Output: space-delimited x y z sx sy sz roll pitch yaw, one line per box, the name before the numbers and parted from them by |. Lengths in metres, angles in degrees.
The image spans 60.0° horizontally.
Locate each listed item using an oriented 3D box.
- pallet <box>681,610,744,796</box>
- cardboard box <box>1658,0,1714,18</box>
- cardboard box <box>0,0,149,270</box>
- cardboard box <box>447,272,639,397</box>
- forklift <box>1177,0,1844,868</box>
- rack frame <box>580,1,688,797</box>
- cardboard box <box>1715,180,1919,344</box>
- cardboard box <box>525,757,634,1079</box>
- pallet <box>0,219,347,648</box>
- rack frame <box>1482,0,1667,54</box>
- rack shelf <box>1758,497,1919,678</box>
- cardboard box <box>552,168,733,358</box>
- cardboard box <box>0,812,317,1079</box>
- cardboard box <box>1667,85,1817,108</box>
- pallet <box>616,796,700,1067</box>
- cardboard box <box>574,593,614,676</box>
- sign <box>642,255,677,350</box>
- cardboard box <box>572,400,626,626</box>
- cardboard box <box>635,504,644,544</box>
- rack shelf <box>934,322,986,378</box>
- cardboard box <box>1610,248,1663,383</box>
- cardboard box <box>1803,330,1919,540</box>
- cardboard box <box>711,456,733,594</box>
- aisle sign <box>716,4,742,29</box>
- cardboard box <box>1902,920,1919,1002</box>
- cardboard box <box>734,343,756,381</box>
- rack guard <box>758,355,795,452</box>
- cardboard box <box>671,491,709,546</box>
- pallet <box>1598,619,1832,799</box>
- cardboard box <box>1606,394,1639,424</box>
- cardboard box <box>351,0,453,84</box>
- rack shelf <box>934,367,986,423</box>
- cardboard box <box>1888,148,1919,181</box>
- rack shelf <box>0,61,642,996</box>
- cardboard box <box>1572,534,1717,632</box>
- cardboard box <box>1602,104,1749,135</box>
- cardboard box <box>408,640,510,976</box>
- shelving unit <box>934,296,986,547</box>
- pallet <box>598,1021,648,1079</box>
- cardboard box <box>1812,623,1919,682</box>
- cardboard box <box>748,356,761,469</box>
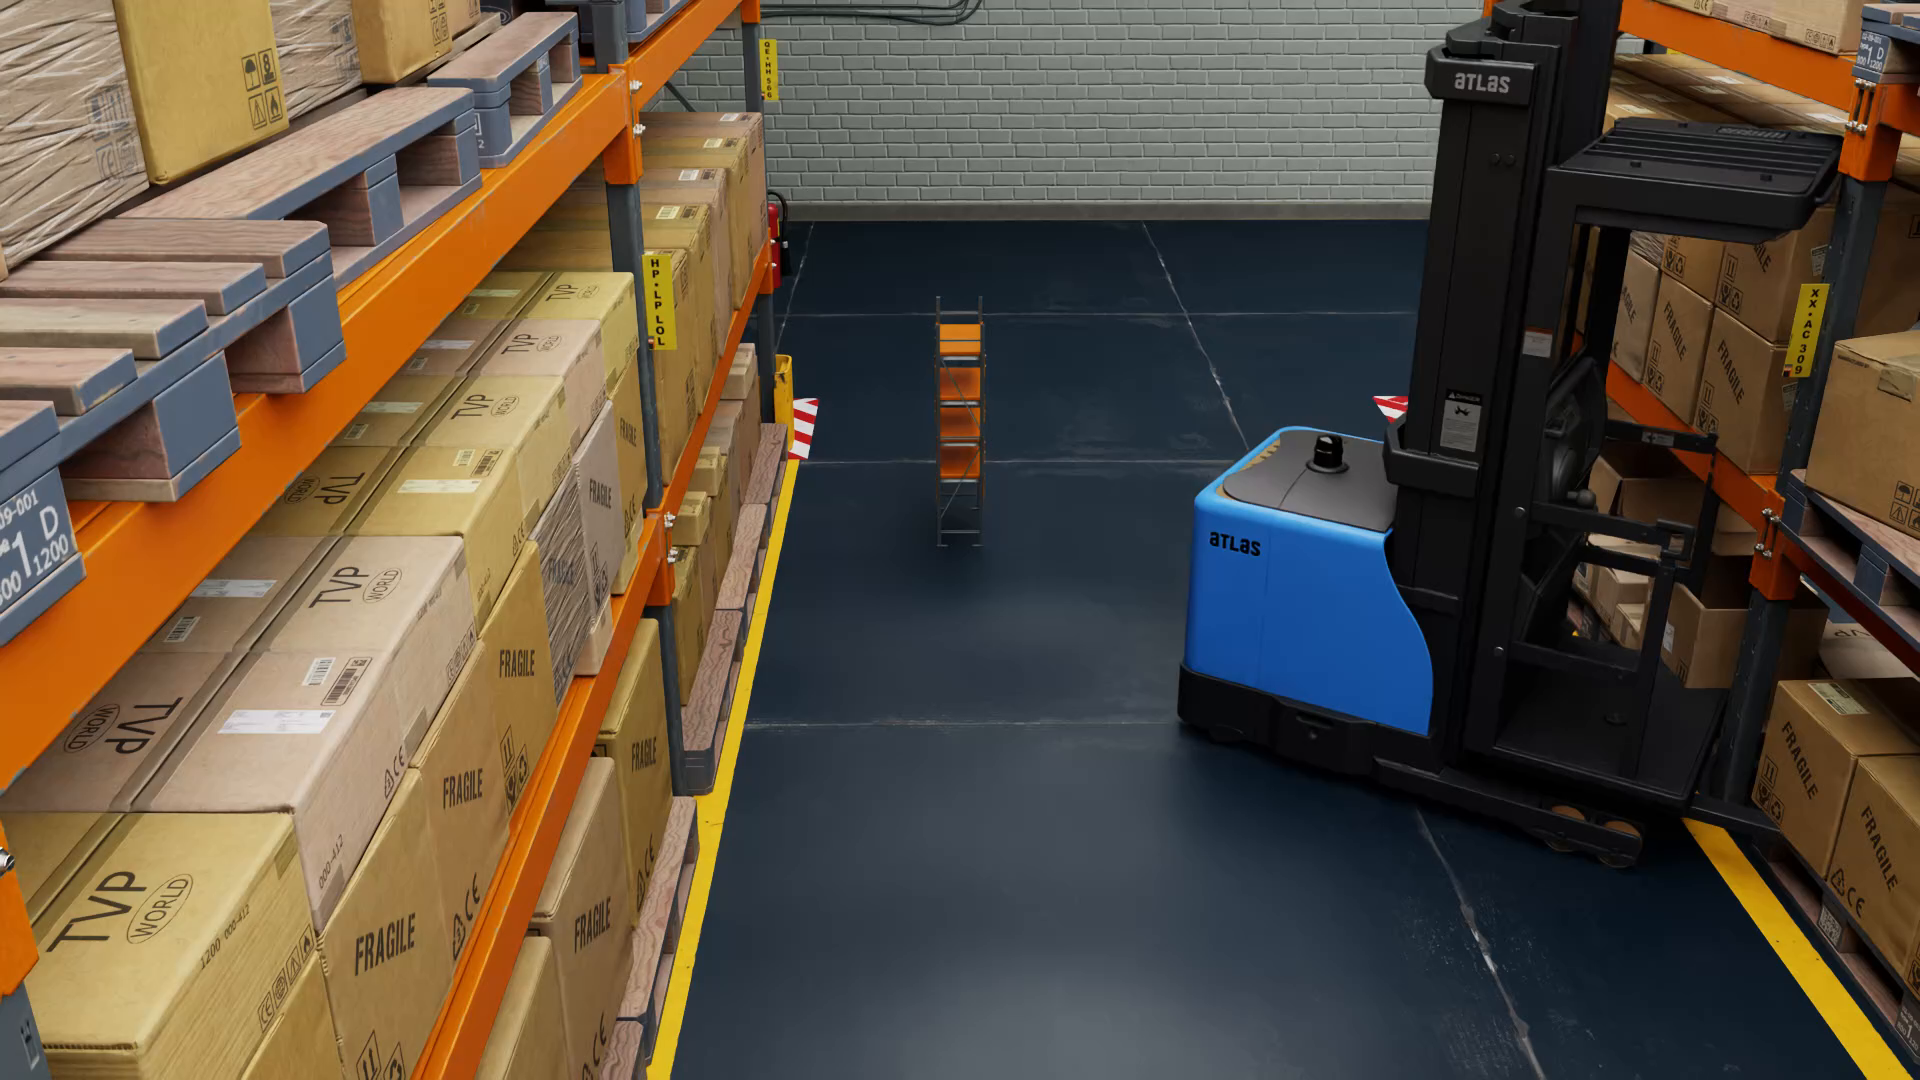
pallet | -1.479 0.663 7.028 1.003 0.211 1.213 0 24 -1
cardboard box | 3.125 -2.227 6.577 0.500 0.250 0.500 0 24 -1
cardboard box | -1.626 -0.676 2.310 0.700 0.500 0.500 -2 24 -3
cardboard box | -1.288 -0.635 5.096 0.500 0.250 0.500 0 24 1
forklift | 2.435 -0.385 6.044 3.031 2.935 1.130 14 28 29
rack frame | -1.548 -0.294 5.760 1.000 3.000 0.127 0 24 -1
cardboard box | 3.140 -1.026 6.044 0.500 0.500 0.500 0 24 0
cardboard box | -1.399 1.128 4.716 0.750 0.750 0.750 0 24 1
pallet | -1.565 -0.191 2.122 1.213 0.211 1.003 1 24 2
rack frame | 3.361 -1.966 9.457 1.000 3.000 0.127 0 24 -1
rack shelf | 3.427 0.834 4.139 1.077 0.370 4.000 0 24 -1
cardboard box | -1.558 -1.255 7.520 0.980 0.700 0.700 -1 24 -3
cardboard box | -1.252 0.622 2.317 0.500 0.250 0.500 0 24 1
cardboard box | 3.658 -1.863 7.895 0.500 0.500 0.500 0 24 1
pallet | -1.465 1.294 5.632 1.003 0.211 1.213 0 24 -1
cardboard box | -1.216 0.269 4.796 0.380 0.149 0.250 0 24 -1
sign | -1.006 -0.792 5.552 0.100 0.325 0.005 0 24 -1
cardboard box | -1.276 -0.085 4.791 0.500 0.500 0.500 0 24 0
cardboard box | -1.262 -0.051 5.502 0.380 0.149 0.250 0 24 0
rack shelf | -0.002 -0.973 8.492 0.258 0.148 0.480 0 24 -1
cardboard box | 3.128 -0.992 7.183 0.500 0.500 0.500 0 24 1
cardboard box | 3.186 -0.358 5.272 0.700 0.500 0.500 -9 26 -18
cardboard box | -1.460 -0.074 7.796 0.700 0.500 0.500 0 24 1
aisle sign | -1.293 -3.158 8.937 0.394 0.787 0.004 0 24 -1
cardboard box | 3.181 1.247 4.853 0.500 0.500 0.500 0 24 0
cardboard box | -1.301 -0.950 8.947 0.380 0.149 0.250 -1 24 -1
rack guard | -1.592 -0.813 9.941 1.175 0.500 0.348 0 24 -1
cardboard box | -1.275 -0.092 7.051 0.380 0.149 0.250 1 24 1
pallet | 3.398 0.670 7.013 1.003 0.211 1.213 0 24 -1
cardboard box | 3.613 -0.805 9.388 0.500 0.500 0.500 0 24 -1
cardboard box | -1.578 -1.314 3.721 0.700 0.500 0.500 -1 24 -2
rack shelf | -0.002 -0.757 8.589 0.258 0.148 0.480 0 24 -1
cardboard box | 3.675 -1.227 6.488 0.500 0.500 0.500 -1 24 -2
rack shelf | -1.527 -0.509 3.468 1.077 0.370 4.000 0 24 -1
cardboard box | 3.107 0.164 7.476 0.500 0.311 0.500 0 24 -1
cardboard box | 3.123 -1.652 7.428 0.500 0.500 0.500 0 24 -1
cardboard box | -1.255 0.542 3.404 0.500 0.500 0.500 0 24 -1
shelving unit | -0.002 -0.615 8.654 0.258 1.200 0.503 0 24 -1
pallet | -1.448 1.798 4.518 1.003 0.211 1.213 0 24 -1
cardboard box | 3.617 0.533 6.661 0.500 0.311 0.500 0 24 -1
cardboard box | -1.484 -0.707 9.196 0.700 0.500 0.500 0 24 -1
